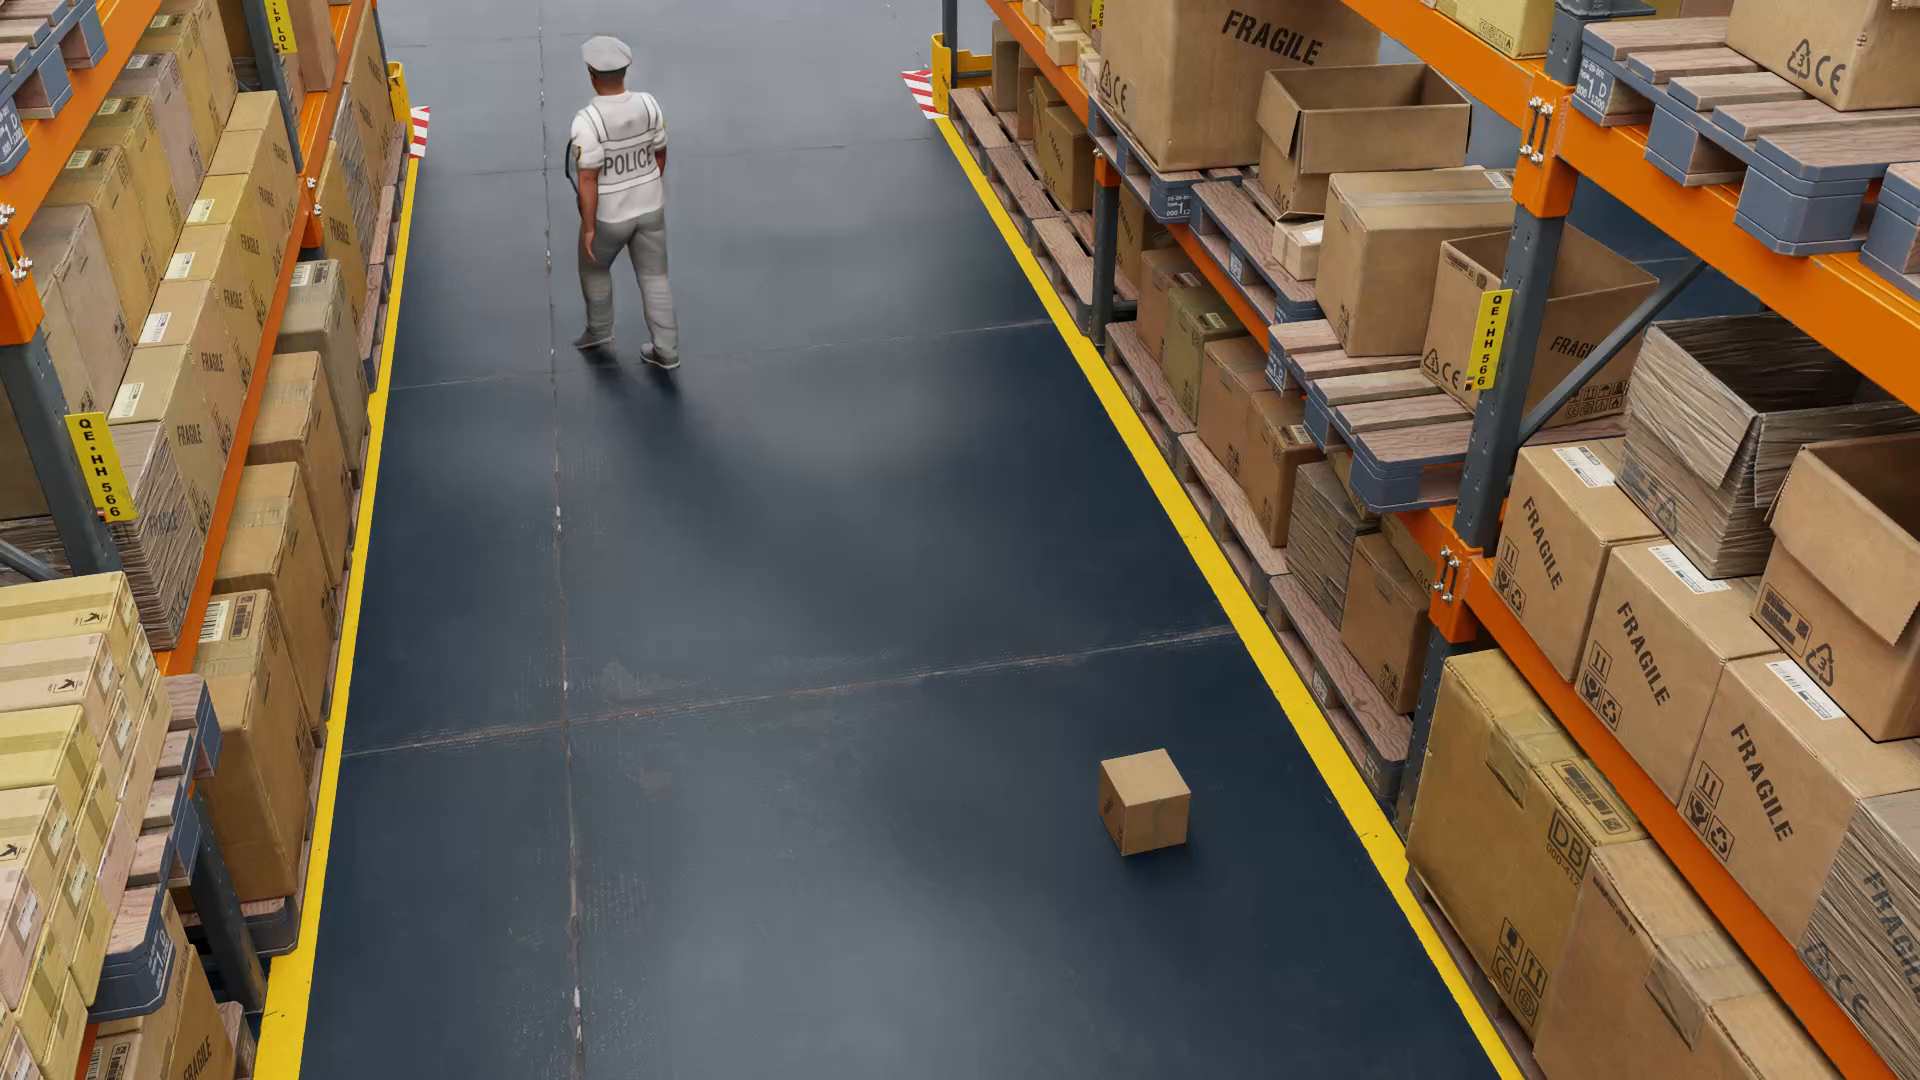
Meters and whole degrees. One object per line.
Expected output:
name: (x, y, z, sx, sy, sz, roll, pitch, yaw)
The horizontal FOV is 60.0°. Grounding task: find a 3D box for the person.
person: (-1.799, -1.743, 8.715, 0.579, 1.810, 0.776, -23, 41, -30)
